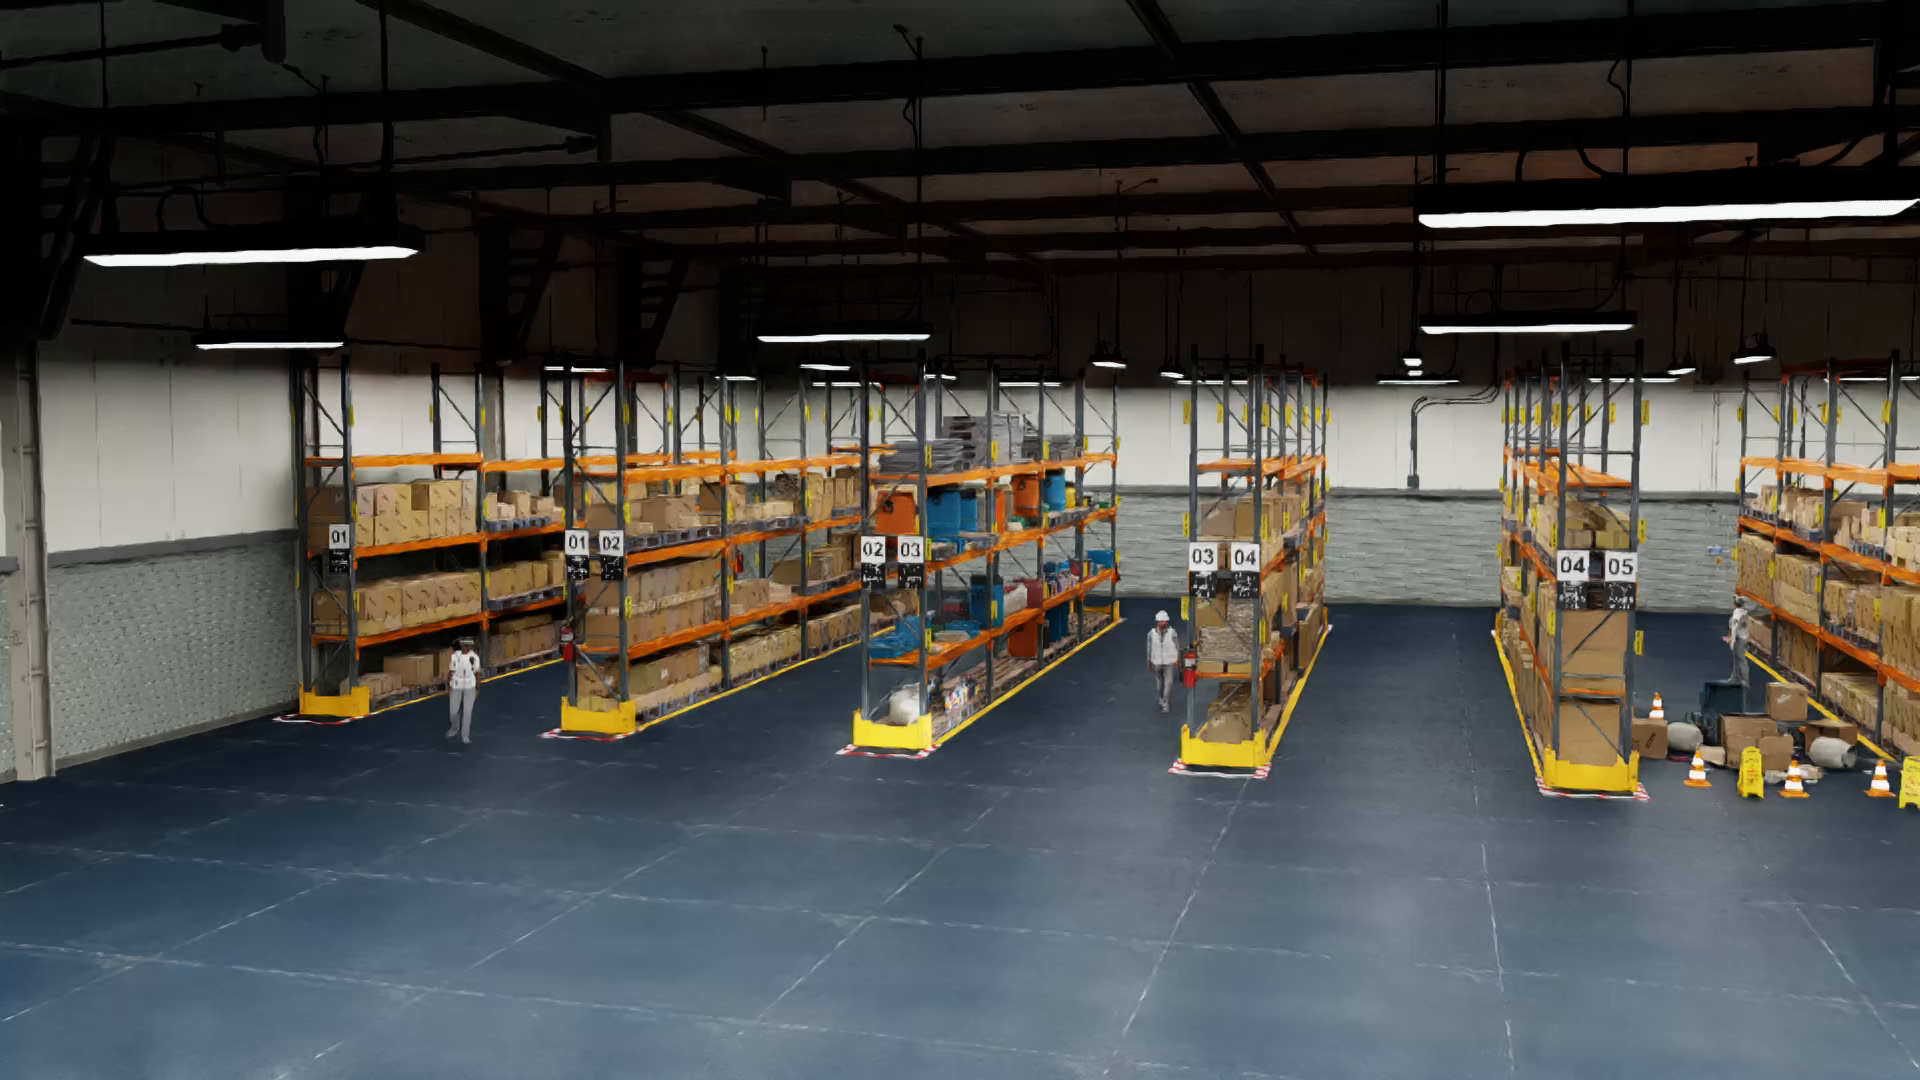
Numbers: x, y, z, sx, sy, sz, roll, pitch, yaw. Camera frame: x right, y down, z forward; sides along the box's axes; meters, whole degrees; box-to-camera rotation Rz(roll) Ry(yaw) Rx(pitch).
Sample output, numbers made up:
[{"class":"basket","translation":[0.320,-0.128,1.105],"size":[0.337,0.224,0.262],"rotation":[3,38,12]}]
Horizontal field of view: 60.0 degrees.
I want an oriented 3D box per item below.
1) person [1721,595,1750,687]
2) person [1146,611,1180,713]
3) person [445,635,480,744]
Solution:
[{"class":"person","translation":[14.340,1.855,30.690],"size":[0.556,1.664,0.584],"rotation":[3,5,37]},{"class":"person","translation":[3.412,2.034,28.093],"size":[0.544,1.695,1.101],"rotation":[1,5,19]},{"class":"person","translation":[-7.620,2.267,25.436],"size":[0.520,1.669,0.525],"rotation":[-2,5,-21]}]
